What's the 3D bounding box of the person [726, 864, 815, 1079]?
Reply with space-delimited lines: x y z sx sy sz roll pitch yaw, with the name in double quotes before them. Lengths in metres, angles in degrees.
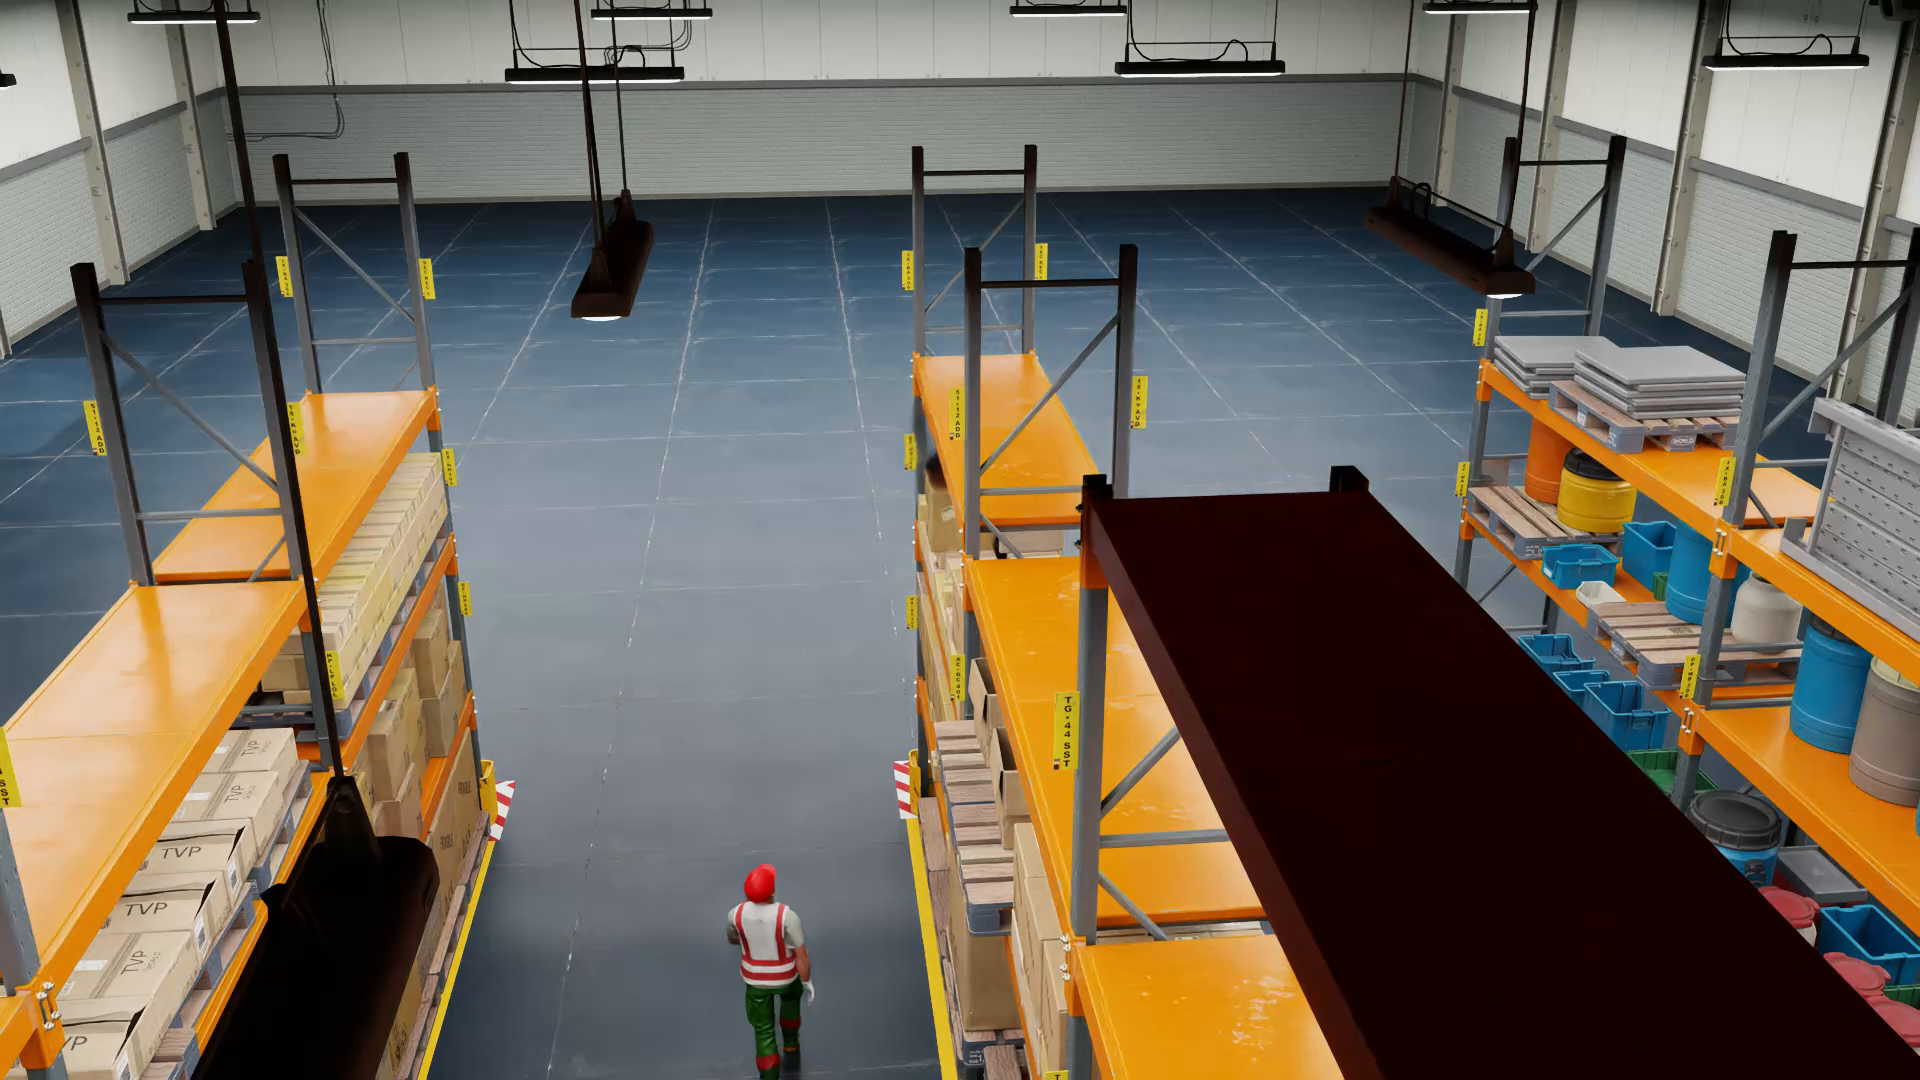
"person" -1.320 3.056 11.665 0.609 1.807 0.874 -1 22 -3
